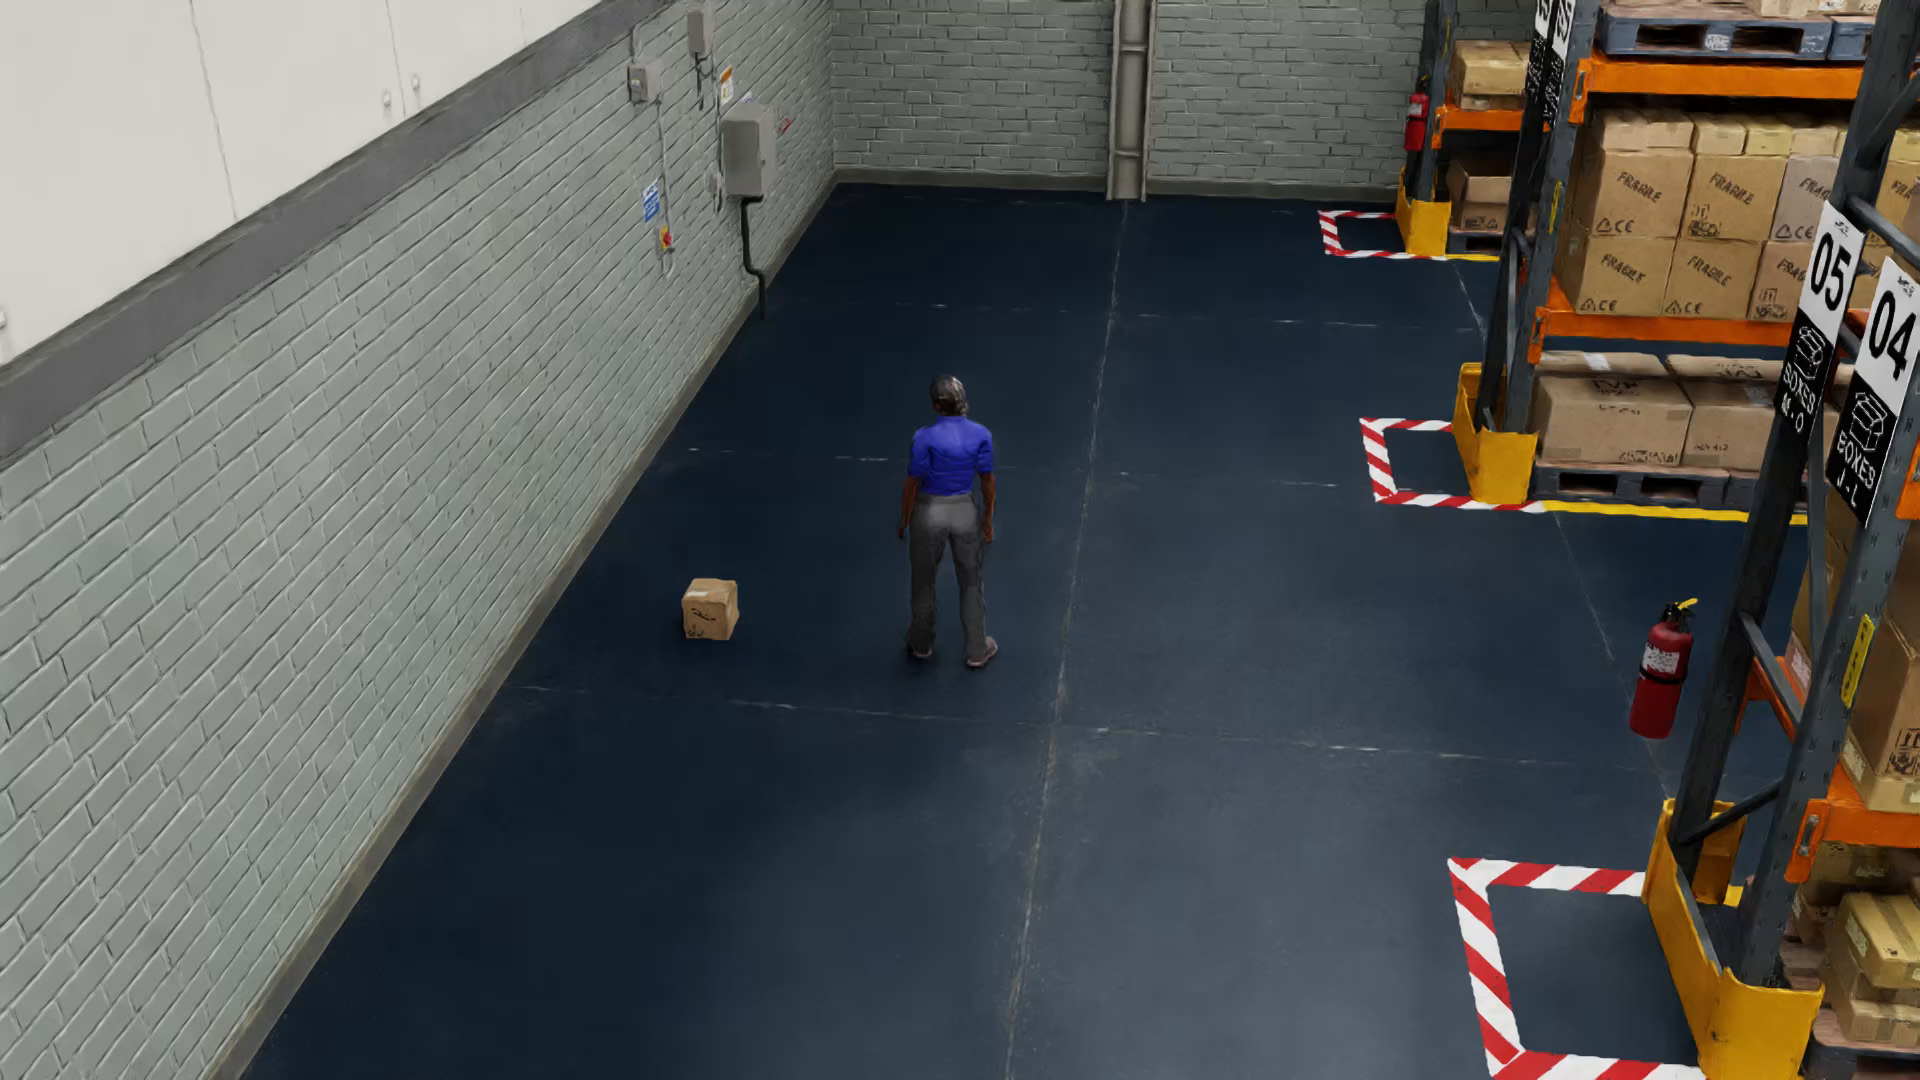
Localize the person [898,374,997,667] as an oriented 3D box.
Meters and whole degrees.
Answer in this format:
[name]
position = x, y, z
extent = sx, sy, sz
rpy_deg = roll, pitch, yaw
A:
[person]
position = -0.061, -0.113, 8.783
extent = 0.535, 1.666, 0.437
rpy_deg = -7, 29, -12
